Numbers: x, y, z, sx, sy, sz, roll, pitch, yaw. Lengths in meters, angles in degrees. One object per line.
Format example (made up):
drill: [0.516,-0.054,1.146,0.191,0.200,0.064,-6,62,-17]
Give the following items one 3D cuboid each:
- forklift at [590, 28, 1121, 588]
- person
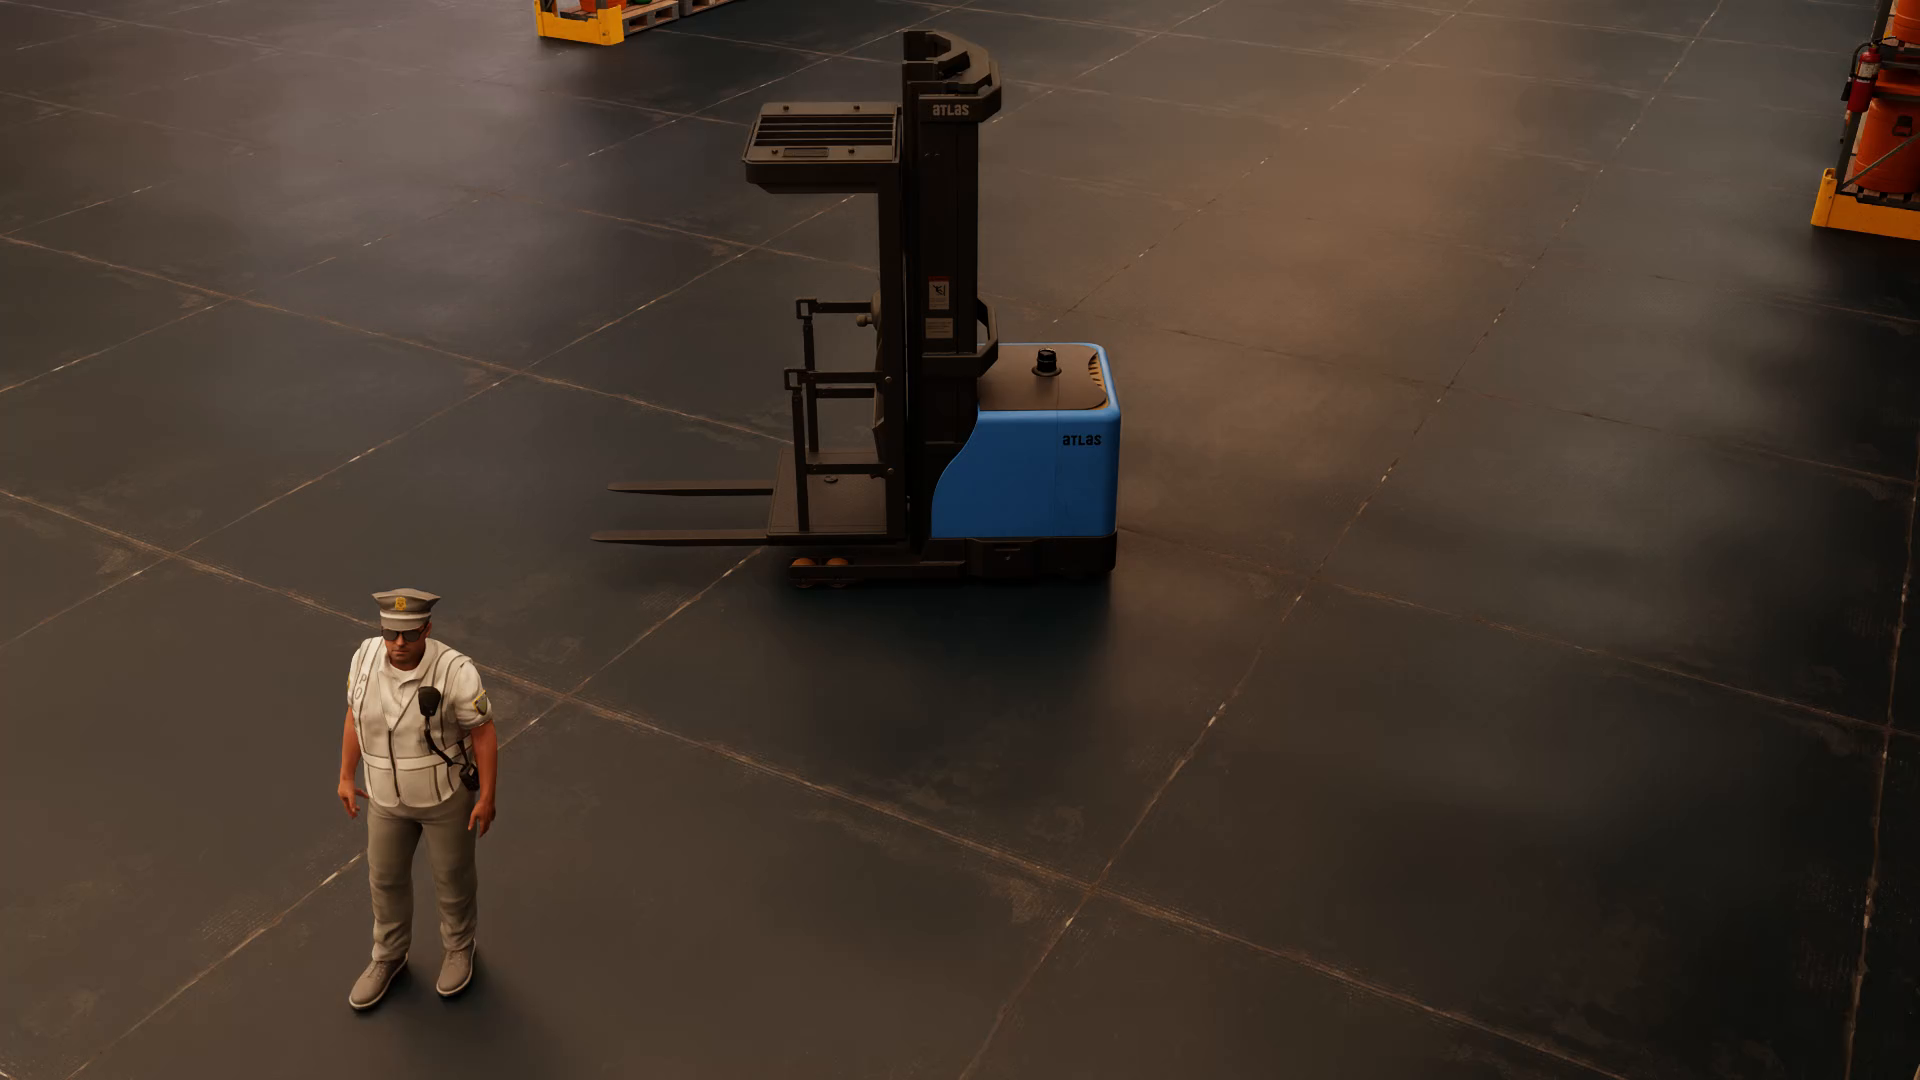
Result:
forklift: [-0.624,-1.263,9.260,3.031,2.935,1.130,-1,30,-1]
person: [-2.133,1.003,6.469,0.640,1.781,0.576,3,30,6]
